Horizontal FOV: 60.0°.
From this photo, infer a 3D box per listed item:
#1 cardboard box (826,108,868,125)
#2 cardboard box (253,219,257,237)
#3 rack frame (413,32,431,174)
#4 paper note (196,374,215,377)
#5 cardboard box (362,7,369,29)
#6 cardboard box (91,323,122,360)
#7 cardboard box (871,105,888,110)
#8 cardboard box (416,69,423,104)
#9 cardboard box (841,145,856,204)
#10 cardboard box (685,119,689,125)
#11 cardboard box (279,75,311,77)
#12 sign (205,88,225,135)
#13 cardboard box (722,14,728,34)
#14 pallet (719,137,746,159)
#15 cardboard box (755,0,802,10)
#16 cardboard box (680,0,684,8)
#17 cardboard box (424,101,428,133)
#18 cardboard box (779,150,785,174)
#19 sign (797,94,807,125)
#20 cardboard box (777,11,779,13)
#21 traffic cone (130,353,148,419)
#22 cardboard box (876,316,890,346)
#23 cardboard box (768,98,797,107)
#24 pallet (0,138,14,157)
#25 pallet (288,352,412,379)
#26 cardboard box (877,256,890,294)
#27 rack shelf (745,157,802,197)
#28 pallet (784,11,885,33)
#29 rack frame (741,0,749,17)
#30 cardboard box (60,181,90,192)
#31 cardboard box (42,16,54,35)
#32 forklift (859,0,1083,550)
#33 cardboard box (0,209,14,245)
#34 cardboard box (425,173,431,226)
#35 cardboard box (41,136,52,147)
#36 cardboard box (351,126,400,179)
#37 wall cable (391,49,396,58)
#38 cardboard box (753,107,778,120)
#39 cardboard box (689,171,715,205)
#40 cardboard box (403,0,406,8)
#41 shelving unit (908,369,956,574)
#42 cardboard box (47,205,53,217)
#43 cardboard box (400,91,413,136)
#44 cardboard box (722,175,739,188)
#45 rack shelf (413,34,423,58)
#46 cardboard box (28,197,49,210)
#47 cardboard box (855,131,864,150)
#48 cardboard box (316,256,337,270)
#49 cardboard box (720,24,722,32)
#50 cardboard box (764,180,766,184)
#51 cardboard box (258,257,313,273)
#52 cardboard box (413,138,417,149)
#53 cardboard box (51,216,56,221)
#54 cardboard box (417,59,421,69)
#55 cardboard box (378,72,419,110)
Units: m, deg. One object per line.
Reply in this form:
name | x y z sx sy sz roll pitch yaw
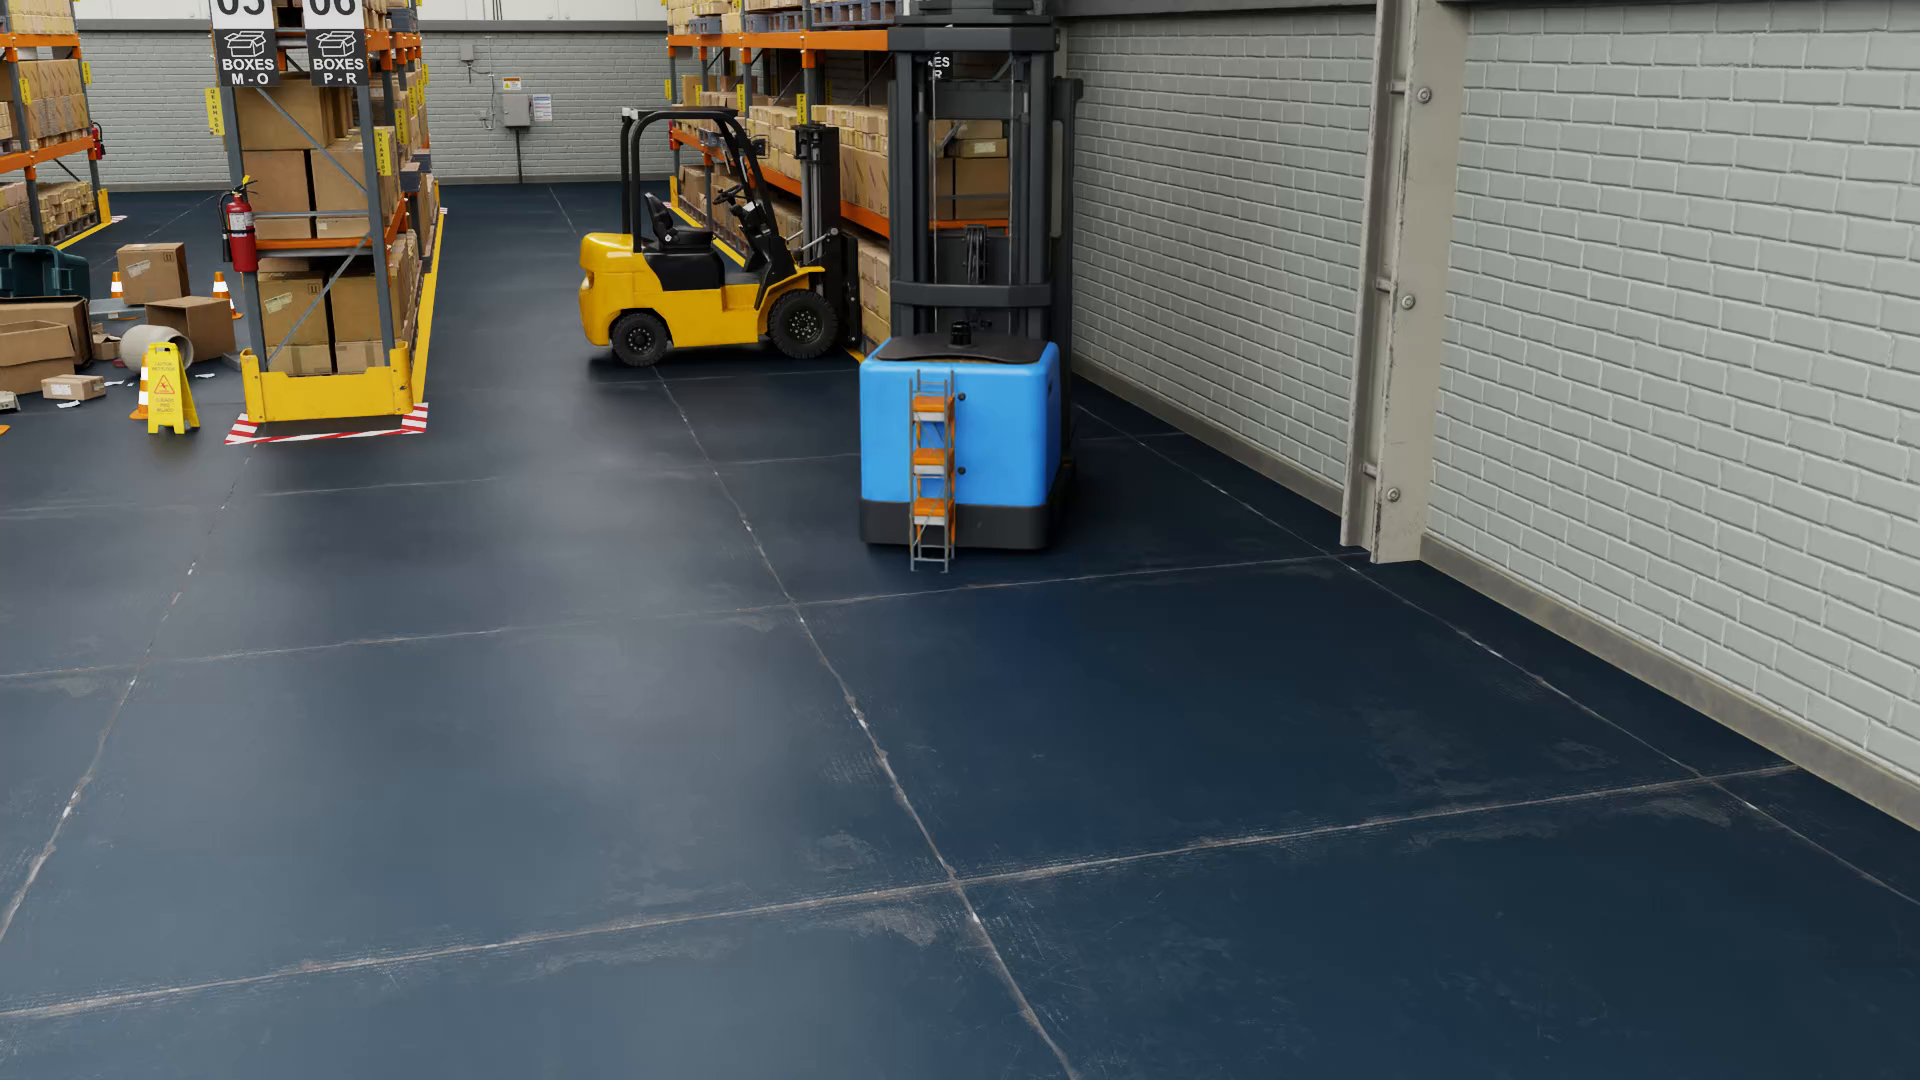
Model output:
cardboard box | -1.068 -4.052 15.909 0.380 0.149 0.250 -4 17 -14
cardboard box | -5.237 -2.405 12.680 0.380 0.149 0.250 -5 17 -16
rack frame | -9.149 -6.803 26.885 1.000 3.000 0.127 -5 17 -15
paper note | -6.368 -1.394 14.040 0.142 0.019 0.148 -12 20 -34
cardboard box | -4.531 -3.811 12.147 0.380 0.149 0.250 -5 17 -15
cardboard box | -7.691 -1.779 14.913 0.396 0.266 0.258 11 20 32
cardboard box | -0.672 -4.241 16.538 0.380 0.149 0.250 -5 17 -17
cardboard box | -8.347 -6.797 24.952 0.500 0.500 0.500 -5 17 -16
cardboard box | -0.792 -3.358 15.243 0.500 0.500 0.500 -5 17 -15
cardboard box | -4.070 -6.701 26.290 0.500 0.250 0.500 -5 17 -17
cardboard box | -5.473 -3.444 13.274 0.700 0.500 0.500 -5 17 -16
sign | -5.291 -3.045 11.812 0.100 0.325 0.005 -5 17 -15
cardboard box | -2.830 -6.748 21.751 0.500 0.250 0.500 -5 17 -15
pallet | -2.433 -5.074 21.462 1.213 0.211 1.003 -5 17 -15
cardboard box | -1.979 -6.366 19.138 0.700 0.500 0.500 -5 17 -16
cardboard box | -4.074 -8.380 25.797 0.500 0.250 0.500 -4 17 -14
cardboard box | -8.762 -6.738 26.496 0.500 0.500 0.500 -5 17 -15
cardboard box | -1.720 -4.202 18.489 0.500 0.250 0.500 -5 17 -15
sign | -1.599 -4.348 16.838 0.100 0.325 0.005 -5 17 -15
cardboard box | -2.102 -6.730 20.995 0.380 0.149 0.250 -5 17 -16
traffic cone | -6.110 -1.179 12.573 0.336 0.463 0.334 -5 17 -15
cardboard box | -0.413 -1.760 14.146 0.500 0.250 0.500 -5 17 -15
cardboard box | -2.170 -5.387 21.269 0.500 0.500 0.500 -4 17 -13
pallet | -12.711 -4.962 21.092 1.003 0.211 1.213 -5 17 -15
pallet | -4.962 -1.290 13.380 1.003 0.211 1.213 -5 17 -15
cardboard box | -0.407 -2.236 13.995 0.500 0.250 0.500 -4 17 -13
rack shelf | -1.629 -4.086 19.090 1.077 0.370 4.000 -5 17 -15
pallet | -1.335 -5.465 17.550 0.805 0.209 1.217 -5 18 -17
rack frame | -2.179 -7.857 19.965 1.000 3.000 0.127 -5 17 -15
cardboard box | -13.492 -5.378 25.333 0.380 0.149 0.250 -4 17 -15
cardboard box | -13.066 -7.219 23.318 0.500 0.250 0.500 -4 17 -13
forklift | 0.157 -1.731 10.119 1.130 2.935 3.031 2 17 8
cardboard box | -12.058 -3.812 20.544 0.500 0.500 0.500 -5 17 -16
cardboard box | -7.802 -4.715 22.897 0.875 0.875 0.875 -4 17 -14
cardboard box | -12.886 -5.547 23.140 0.380 0.149 0.250 -4 17 -14
cardboard box | -5.490 -3.571 15.434 0.500 0.500 0.500 -5 17 -17
wall cable | -10.721 -8.862 31.921 0.585 1.953 0.123 -5 17 -15
cardboard box | -2.300 -5.157 20.104 0.380 0.149 0.250 -4 17 -14
cardboard box | -4.054 -5.630 26.596 0.500 0.500 0.500 -4 17 -14
cardboard box | -5.767 -5.383 16.475 0.500 0.250 0.500 -5 17 -16
shelving unit | -0.147 -0.363 8.837 0.215 1.050 0.252 2 17 8
cardboard box | -12.902 -4.583 23.205 0.380 0.149 0.250 -6 18 -18
cardboard box | -6.558 -4.878 19.056 0.500 0.500 0.500 -5 17 -17
cardboard box | -3.204 -5.144 23.849 0.380 0.149 0.250 -6 18 -18
rack shelf | -8.599 -7.342 24.716 1.077 0.370 4.000 -5 17 -15
cardboard box | -12.696 -4.590 22.711 0.380 0.149 0.250 -4 17 -13
cardboard box | -0.721 -3.556 14.774 0.380 0.149 0.250 -5 17 -15
cardboard box | -5.502 -2.106 13.994 0.500 0.500 0.500 -5 17 -17
cardboard box | -3.661 -7.482 24.370 0.380 0.149 0.250 -5 17 -16
cardboard box | -2.628 -5.037 23.496 0.380 0.149 0.250 -4 17 -14
cardboard box | -5.388 -2.228 13.275 0.380 0.149 0.250 -4 17 -14
cardboard box | -7.140 -4.960 21.010 0.500 0.250 0.500 -4 17 -13
cardboard box | -12.882 -4.444 23.256 0.380 0.149 0.250 -5 17 -16
cardboard box | -8.613 -7.424 25.913 0.380 0.149 0.250 -5 17 -16
cardboard box | -7.686 -6.119 22.698 0.500 0.500 0.500 -4 17 -13
